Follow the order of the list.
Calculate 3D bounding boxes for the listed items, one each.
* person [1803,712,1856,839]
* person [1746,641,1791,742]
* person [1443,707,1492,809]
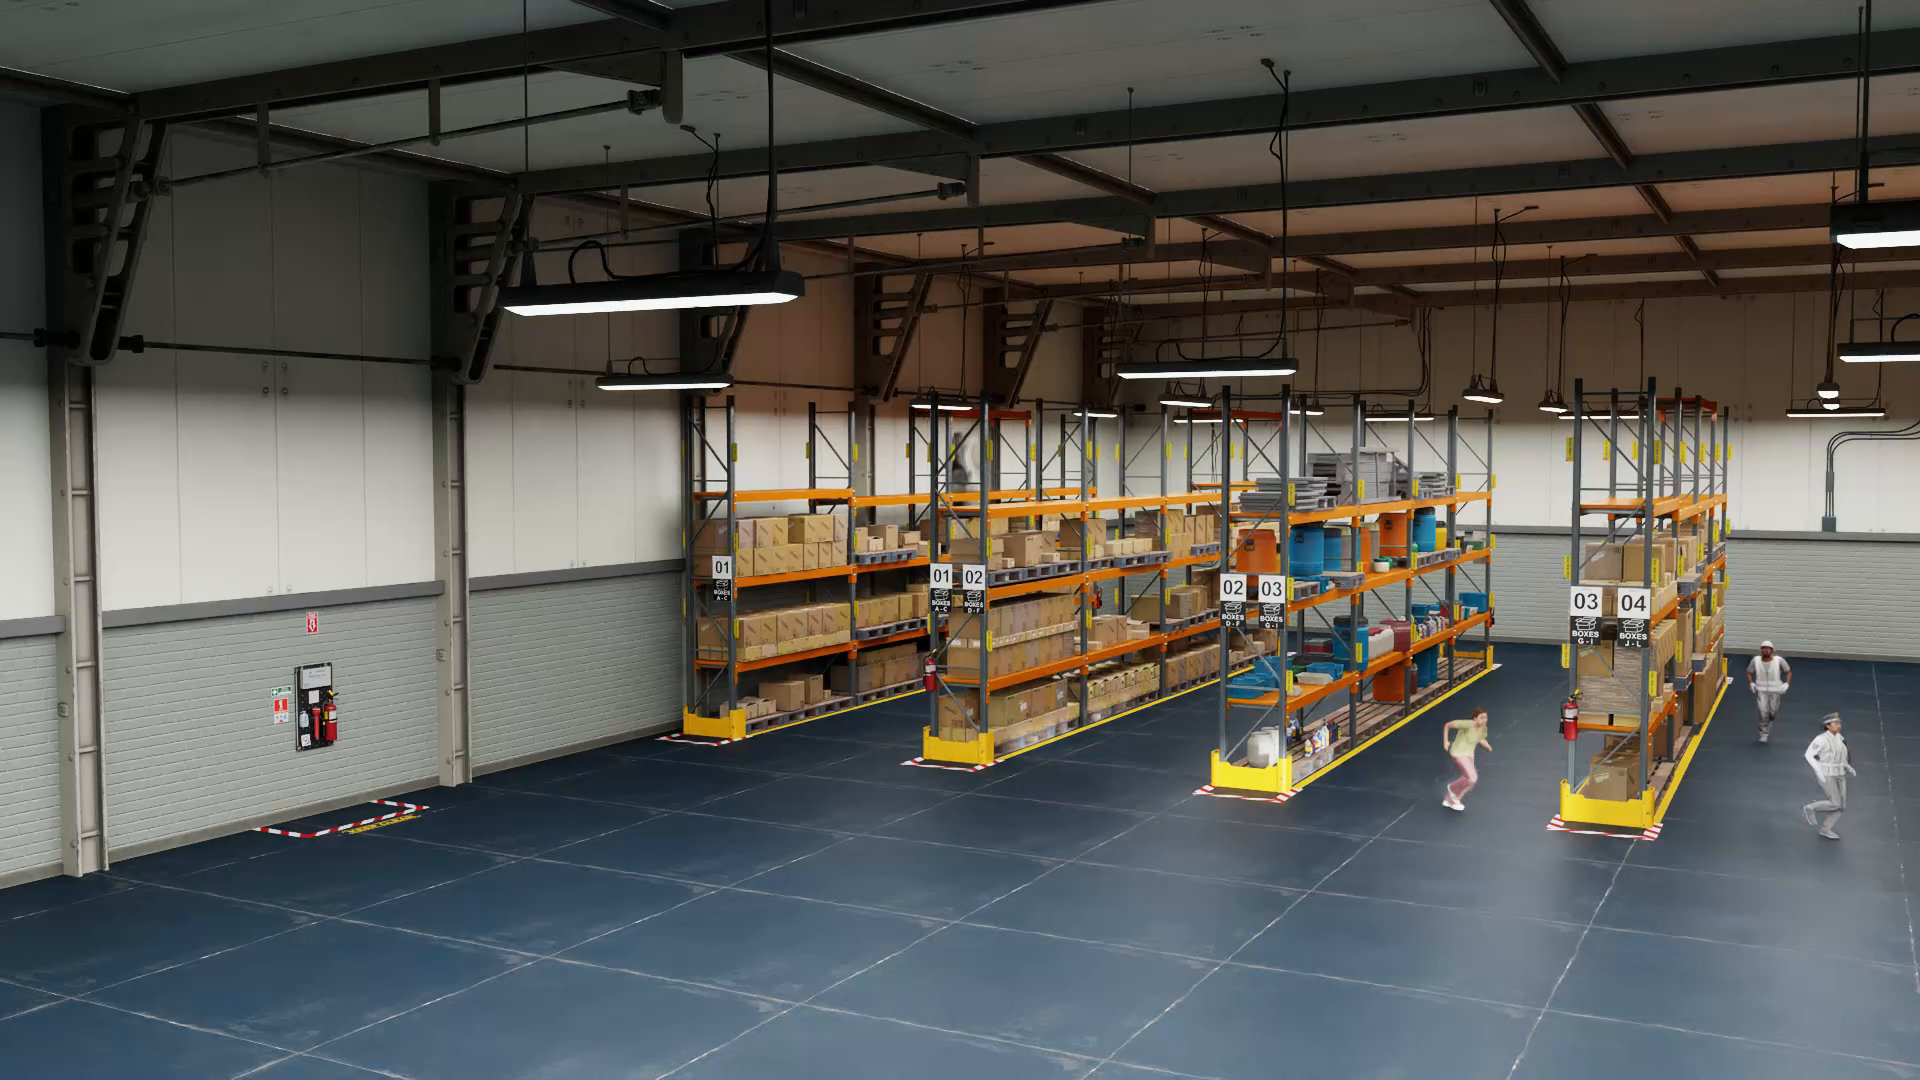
[{"bbox_3d":[11.299,3.049,21.604,0.629,1.648,0.569,-1,3,-24],"label":"person"},{"bbox_3d":[14.035,2.616,28.877,0.708,1.750,0.665,2,3,27],"label":"person"},{"bbox_3d":[7.013,3.037,23.102,0.607,1.504,0.810,-2,3,-27],"label":"person"}]
